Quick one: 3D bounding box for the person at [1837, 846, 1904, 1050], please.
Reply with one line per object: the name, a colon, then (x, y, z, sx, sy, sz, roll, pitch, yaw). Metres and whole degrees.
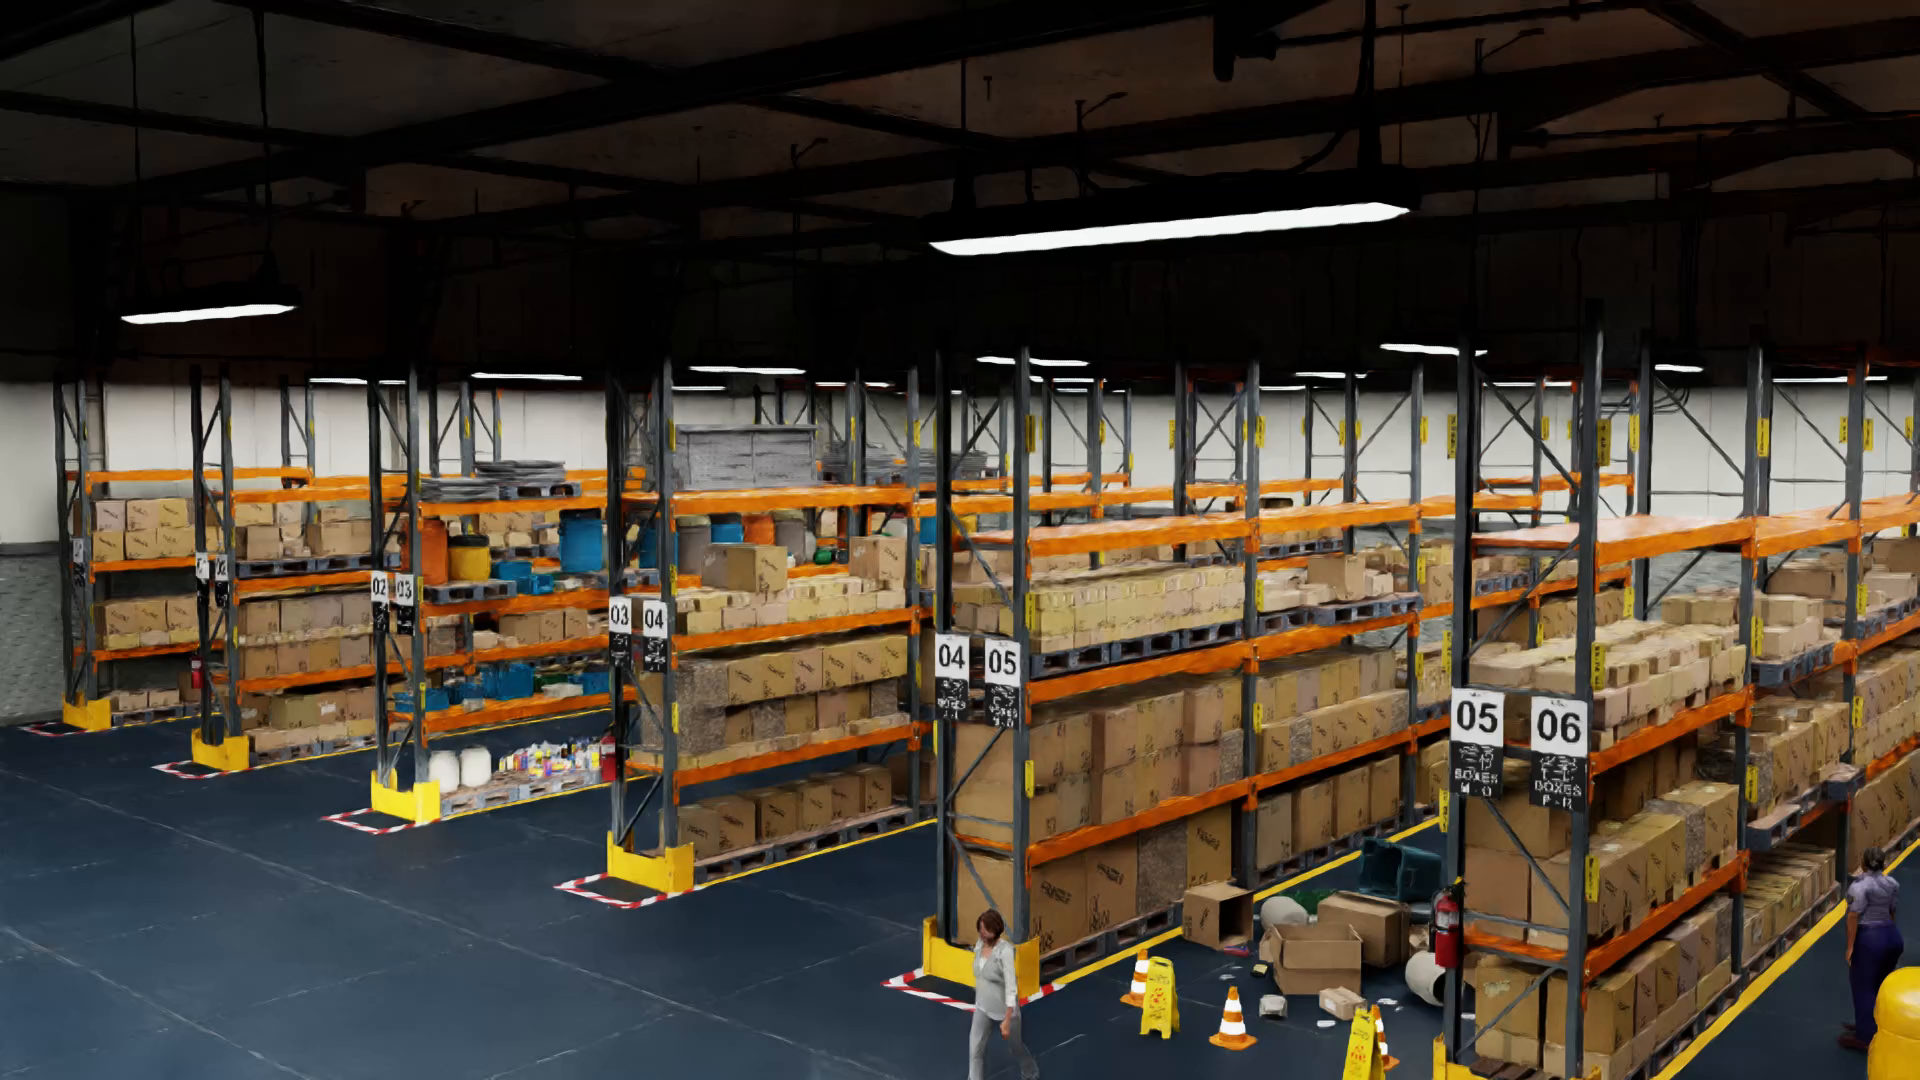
person: (7.498, 3.341, 13.770, 0.523, 1.652, 0.462, -1, 4, -19)

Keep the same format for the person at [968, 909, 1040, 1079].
person: (0.291, 3.493, 12.367, 0.429, 1.539, 0.945, 3, 5, 39)
